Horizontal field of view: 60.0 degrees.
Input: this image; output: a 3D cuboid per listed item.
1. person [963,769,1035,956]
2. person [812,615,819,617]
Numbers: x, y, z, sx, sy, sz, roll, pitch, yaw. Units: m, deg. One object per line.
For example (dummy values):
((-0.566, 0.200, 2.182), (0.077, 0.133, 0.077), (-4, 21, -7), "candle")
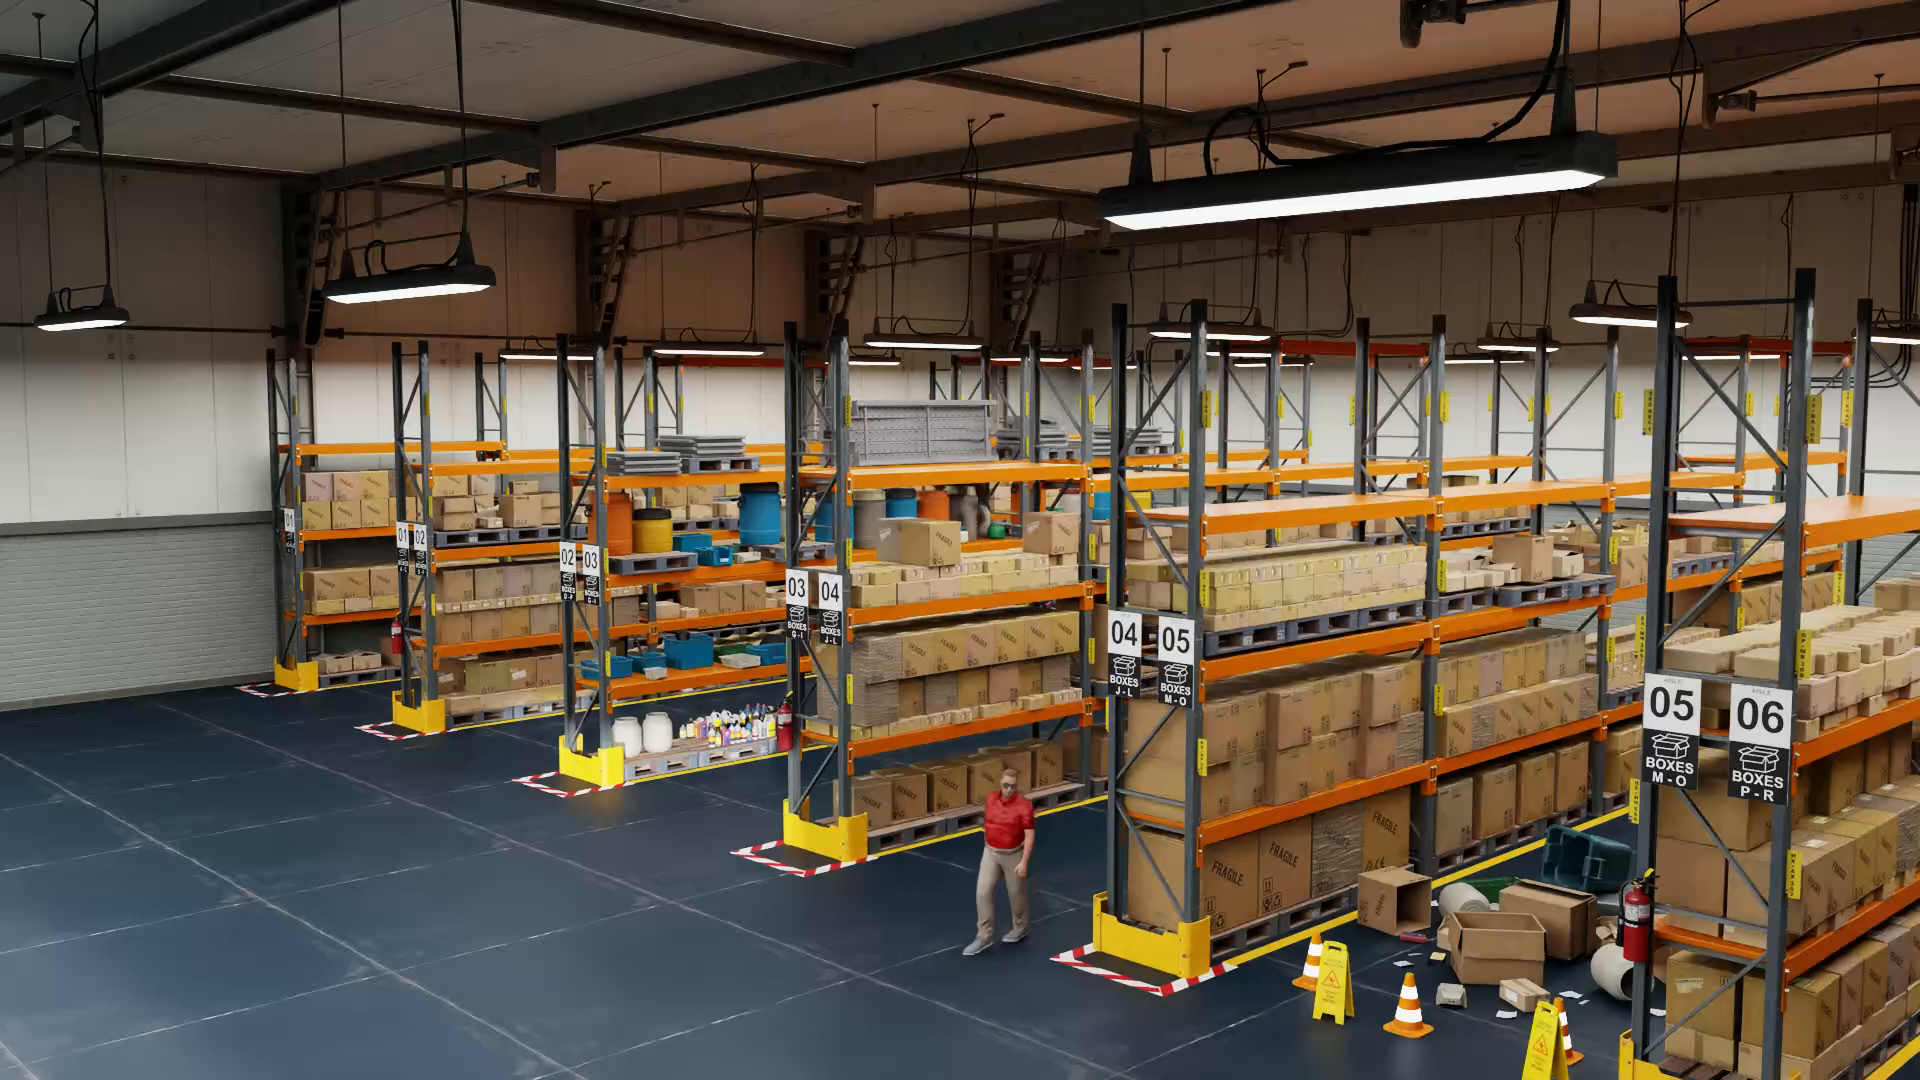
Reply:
((0.426, 2.973, 15.525), (0.600, 1.721, 0.735), (2, 5, 25), "person")
((-2.774, 1.380, 33.813), (0.653, 1.681, 0.647), (4, 7, 41), "person")
